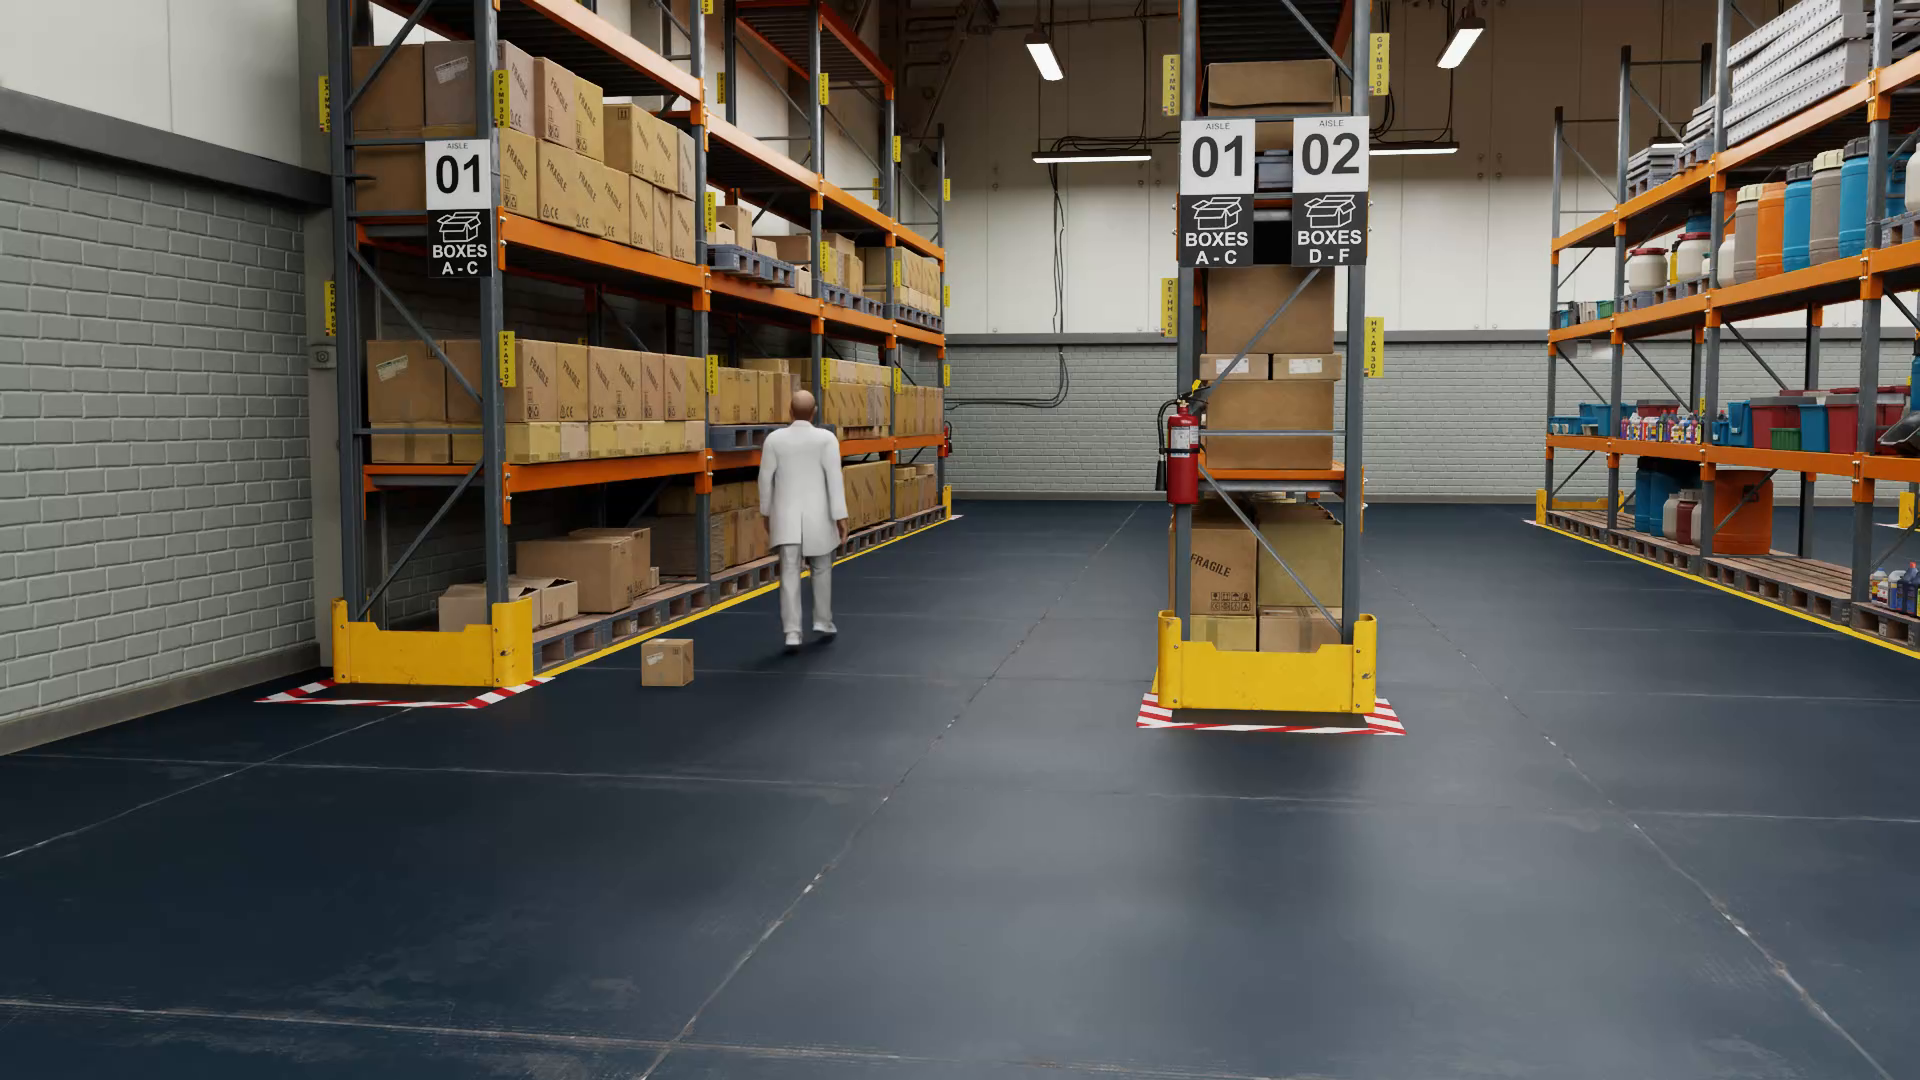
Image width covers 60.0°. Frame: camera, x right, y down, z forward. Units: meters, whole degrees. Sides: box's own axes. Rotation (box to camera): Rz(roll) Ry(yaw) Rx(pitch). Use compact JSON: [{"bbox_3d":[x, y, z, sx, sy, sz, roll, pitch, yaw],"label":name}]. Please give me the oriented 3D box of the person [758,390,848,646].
[{"bbox_3d":[-1.091,-0.165,11.553,0.619,1.742,1.018,0,4,-5],"label":"person"}]
